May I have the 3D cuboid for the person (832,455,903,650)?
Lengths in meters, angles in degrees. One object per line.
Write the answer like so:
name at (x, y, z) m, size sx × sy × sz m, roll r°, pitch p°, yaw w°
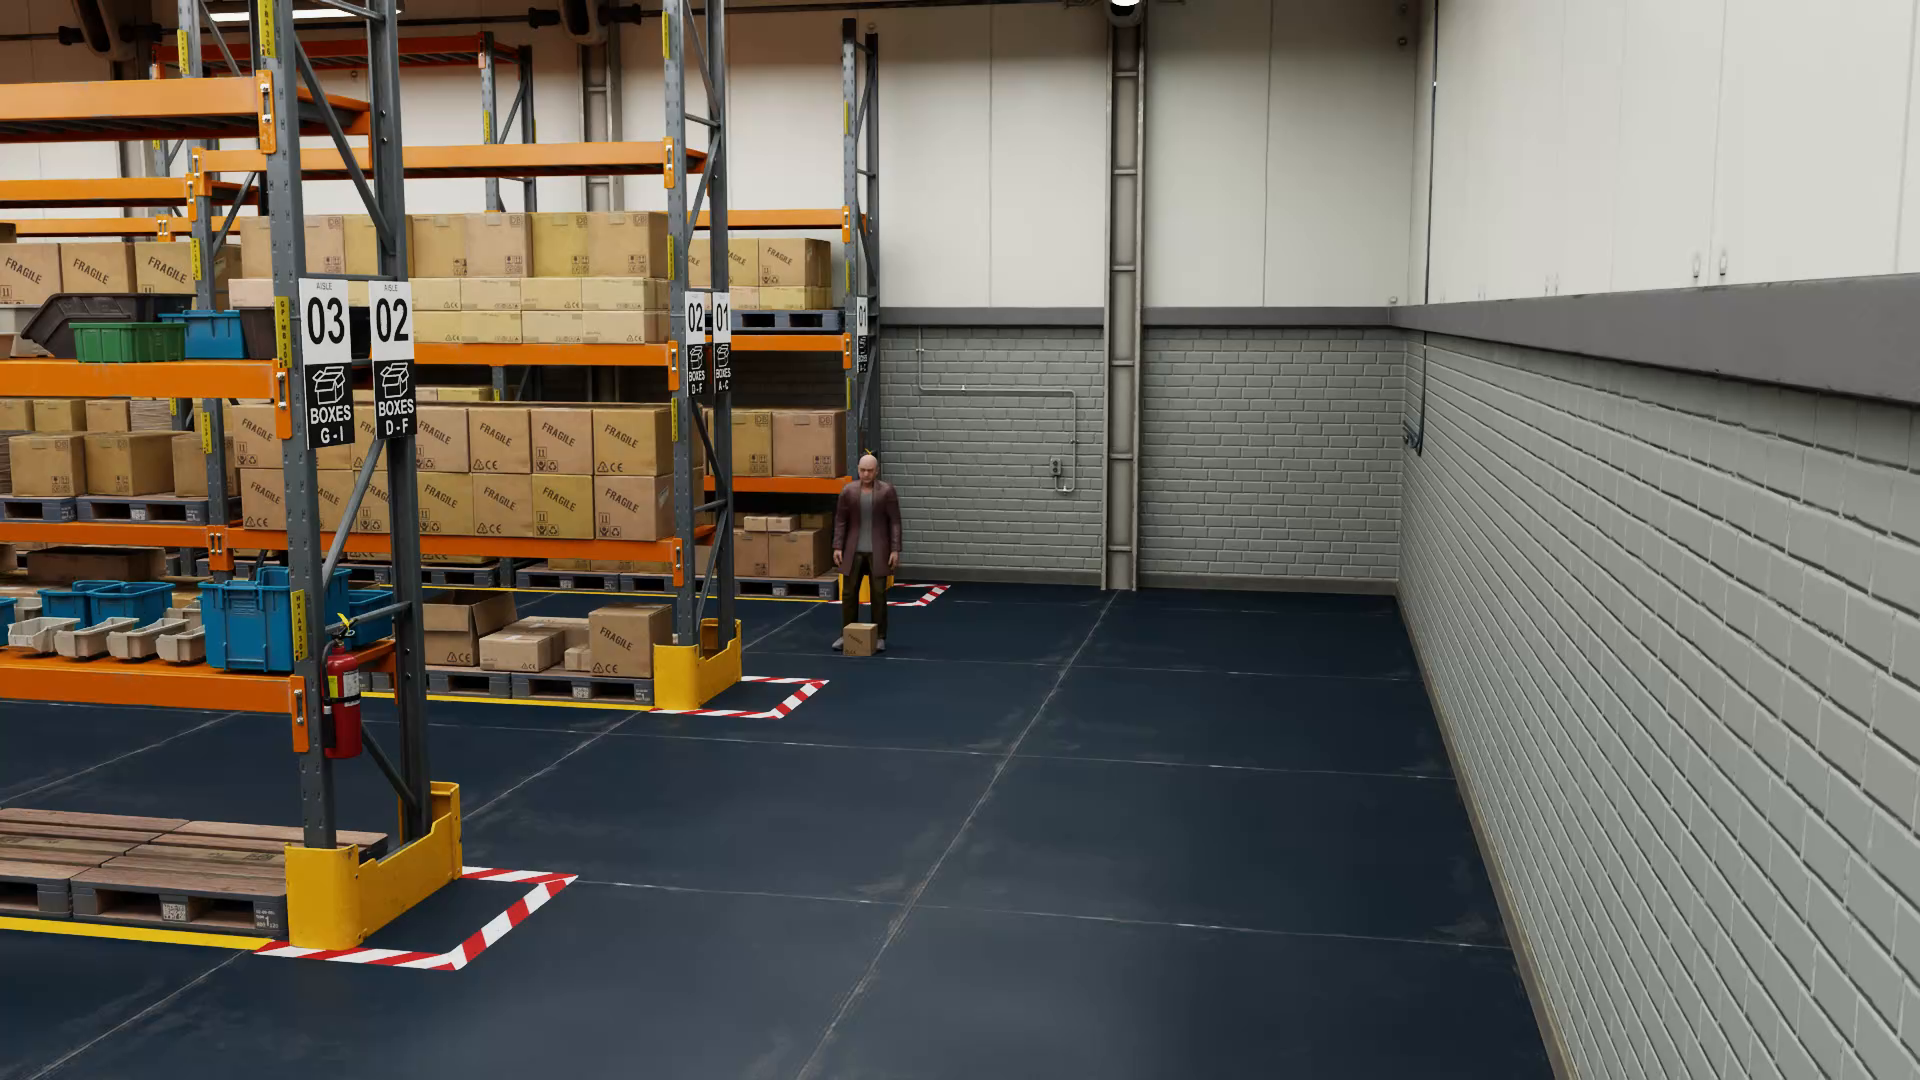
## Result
person at (-0.841, 0.107, 15.083) m, size 0.649 × 1.772 × 0.429 m, roll 1°, pitch 8°, yaw 8°
